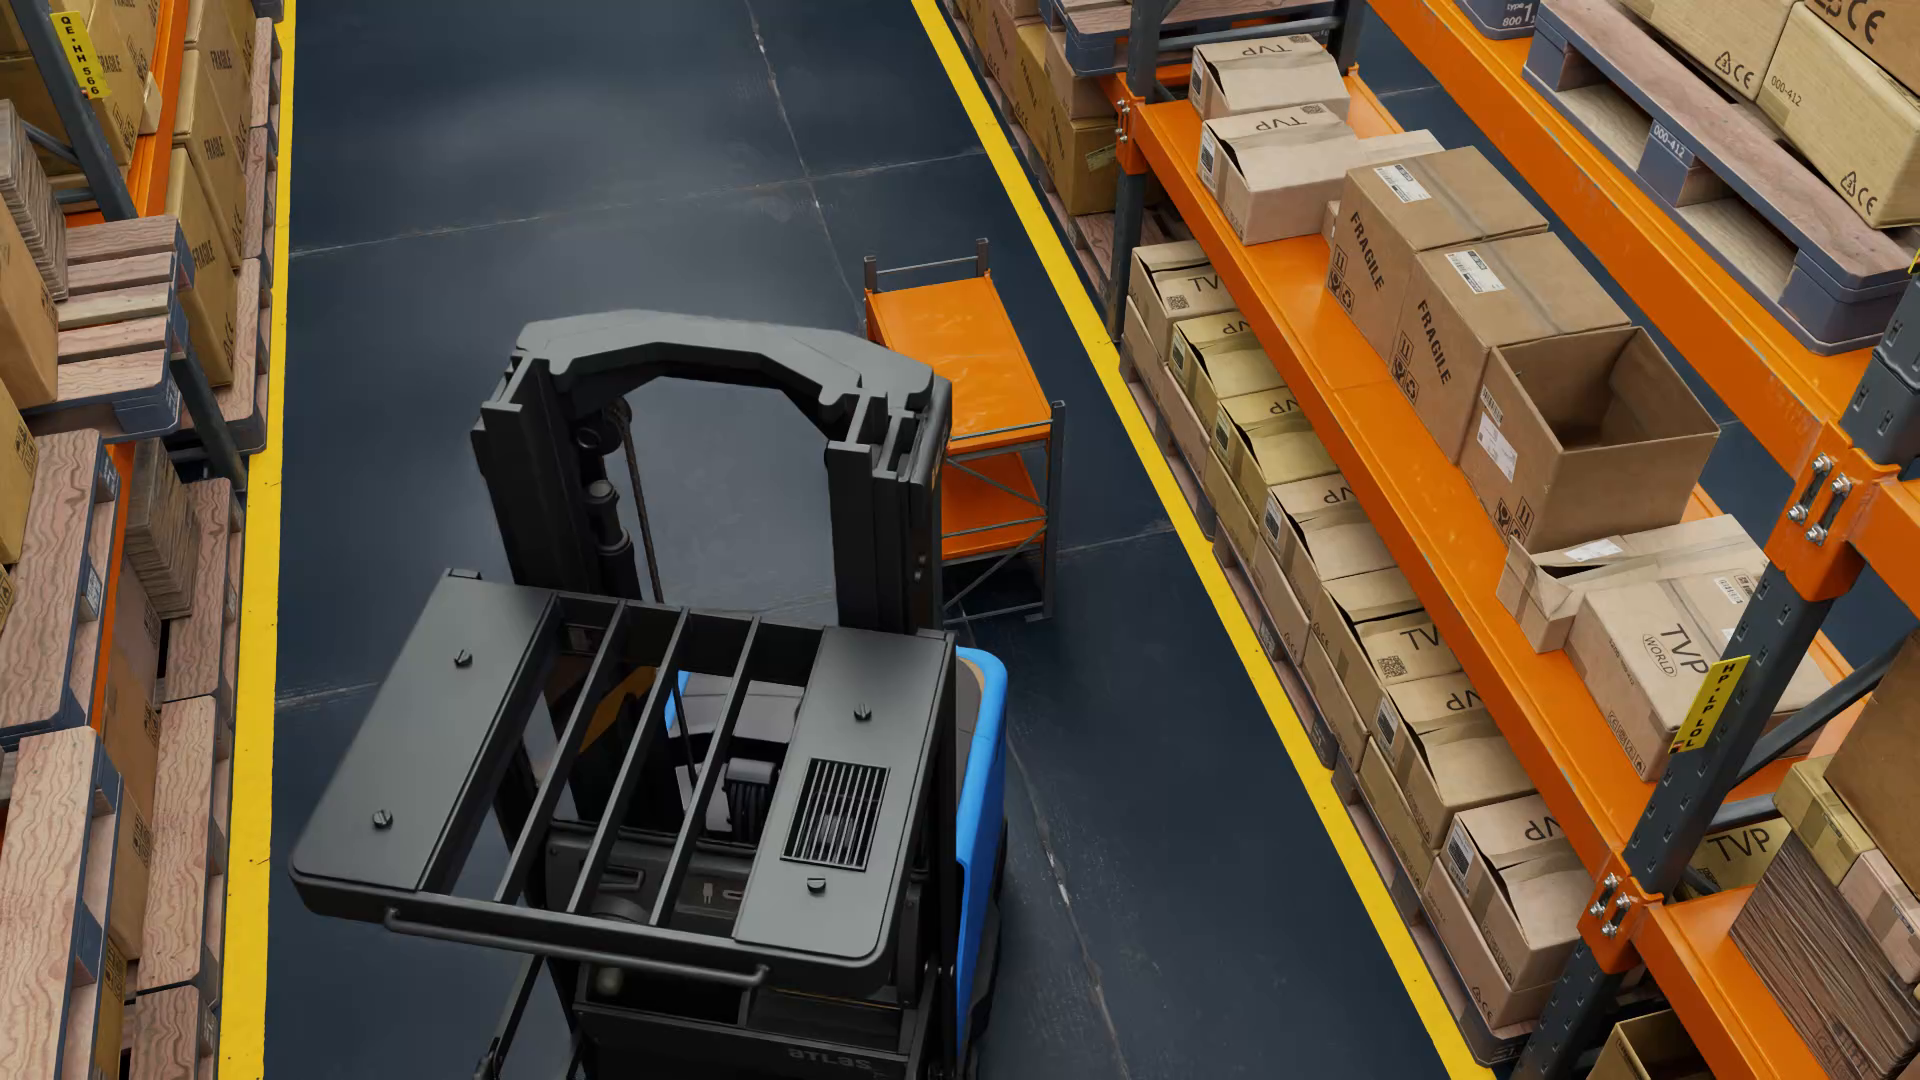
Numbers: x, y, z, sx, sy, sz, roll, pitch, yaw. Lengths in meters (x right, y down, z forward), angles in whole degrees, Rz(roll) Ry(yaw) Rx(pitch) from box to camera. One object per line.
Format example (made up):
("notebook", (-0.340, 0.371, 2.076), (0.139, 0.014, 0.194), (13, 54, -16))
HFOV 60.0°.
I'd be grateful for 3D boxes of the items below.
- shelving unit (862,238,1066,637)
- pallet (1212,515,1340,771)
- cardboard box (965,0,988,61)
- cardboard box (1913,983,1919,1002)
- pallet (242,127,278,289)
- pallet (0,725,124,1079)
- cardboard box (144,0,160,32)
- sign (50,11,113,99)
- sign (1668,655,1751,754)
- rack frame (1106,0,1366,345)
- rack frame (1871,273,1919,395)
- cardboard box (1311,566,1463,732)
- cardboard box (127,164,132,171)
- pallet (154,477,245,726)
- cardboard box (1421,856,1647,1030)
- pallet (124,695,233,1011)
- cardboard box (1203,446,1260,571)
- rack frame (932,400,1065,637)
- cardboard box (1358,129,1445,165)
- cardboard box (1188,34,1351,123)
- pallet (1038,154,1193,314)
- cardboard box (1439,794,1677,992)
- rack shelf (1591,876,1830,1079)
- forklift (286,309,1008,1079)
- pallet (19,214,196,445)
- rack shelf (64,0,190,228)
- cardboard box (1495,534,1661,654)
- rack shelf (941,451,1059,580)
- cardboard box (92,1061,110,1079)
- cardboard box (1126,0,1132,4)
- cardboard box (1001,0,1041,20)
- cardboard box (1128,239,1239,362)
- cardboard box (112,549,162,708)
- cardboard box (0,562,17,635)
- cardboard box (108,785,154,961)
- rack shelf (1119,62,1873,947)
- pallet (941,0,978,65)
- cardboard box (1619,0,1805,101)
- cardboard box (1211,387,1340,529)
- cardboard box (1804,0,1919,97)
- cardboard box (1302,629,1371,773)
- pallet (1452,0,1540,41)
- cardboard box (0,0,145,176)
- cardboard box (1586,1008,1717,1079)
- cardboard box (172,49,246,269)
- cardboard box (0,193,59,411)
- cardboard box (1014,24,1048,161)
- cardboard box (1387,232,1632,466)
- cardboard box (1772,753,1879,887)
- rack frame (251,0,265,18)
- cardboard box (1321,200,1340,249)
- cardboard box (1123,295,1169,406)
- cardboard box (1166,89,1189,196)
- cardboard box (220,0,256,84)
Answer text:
("shelving unit", (-0.002, -0.398, 6.604), (0.538, 1.125, 1.048), (-11, 47, -10))
("pallet", (1.681, 0.279, 6.579), (1.003, 0.211, 1.213), (-11, 47, -10))
("cardboard box", (0.332, -3.063, 9.344), (0.500, 0.500, 0.500), (-10, 46, -10))
("cardboard box", (2.237, 0.959, 3.437), (0.380, 0.149, 0.250), (-12, 47, -11))
("pallet", (-4.026, -1.628, 8.448), (1.003, 0.211, 1.213), (-11, 47, -10))
("pallet", (-2.619, 1.070, 3.986), (1.003, 0.211, 1.213), (-11, 47, -10))
("cardboard box", (-3.716, -2.439, 6.999), (0.500, 0.500, 0.500), (-11, 47, -10))
("sign", (-3.066, -1.688, 5.800), (0.100, 0.325, 0.005), (-11, 47, -10))
("sign", (1.701, 0.377, 3.776), (0.100, 0.325, 0.005), (-11, 47, -10))
("rack frame", (1.199, -2.113, 6.971), (1.000, 3.000, 0.127), (-11, 47, -10))
("rack frame", (2.223, -1.451, 2.122), (1.000, 3.000, 0.127), (-11, 47, -10))
("cardboard box", (1.578, 0.337, 5.808), (0.500, 0.311, 0.500), (-11, 47, -10))
("cardboard box", (-3.505, -1.569, 6.600), (0.380, 0.149, 0.250), (-10, 46, -10))
("pallet", (-3.390, 0.311, 6.548), (1.003, 0.211, 1.213), (-11, 47, -10))
("cardboard box", (1.837, 1.231, 5.326), (0.500, 0.250, 0.500), (-11, 47, -11))
("pallet", (-3.081, 1.152, 5.724), (1.003, 0.211, 1.213), (-11, 47, -10))
("cardboard box", (1.318, -0.178, 6.706), (0.500, 0.250, 0.500), (-12, 47, -11))
("rack frame", (0.128, -0.047, 6.260), (0.500, 1.125, 0.032), (-11, 47, -10))
("cardboard box", (1.697, -1.455, 6.502), (0.380, 0.149, 0.250), (-11, 47, -10))
("cardboard box", (1.250, -1.823, 6.749), (0.500, 0.311, 0.500), (-8, 46, -8))
("pallet", (1.045, -1.659, 8.479), (1.003, 0.211, 1.213), (-11, 47, -10))
("cardboard box", (1.843, 1.041, 5.119), (0.500, 0.311, 0.500), (-11, 47, -10))
("rack shelf", (2.735, 2.281, 3.169), (1.077, 0.370, 4.000), (-11, 47, -10))
("forklift", (-0.593, 1.054, 3.915), (1.130, 2.935, 3.031), (7, 46, 7))
("pallet", (-3.303, -0.665, 5.687), (1.213, 0.211, 1.003), (-11, 47, -10))
("rack shelf", (-4.100, -2.334, 7.691), (1.077, 0.370, 4.000), (-11, 47, -10))
("cardboard box", (1.821, 0.122, 4.875), (0.396, 0.266, 0.258), (-12, 47, -11))
("rack shelf", (-0.002, -0.227, 6.778), (0.538, 0.278, 1.000), (-11, 47, -10))
("cardboard box", (-2.769, 1.773, 4.605), (0.700, 0.500, 0.500), (-9, 46, -9))
("cardboard box", (0.929, -2.709, 7.192), (0.700, 0.500, 0.500), (-26, 51, -23))
("cardboard box", (0.449, -3.001, 8.759), (0.500, 0.250, 0.500), (-12, 47, -11))
("cardboard box", (1.050, -1.079, 7.196), (0.500, 0.311, 0.500), (-9, 46, -9))
("cardboard box", (-3.334, 0.381, 5.970), (0.700, 0.500, 0.500), (-11, 47, -10))
("cardboard box", (-2.997, 0.174, 4.352), (0.700, 0.500, 0.500), (-5, 46, -5))
("cardboard box", (-3.041, 1.065, 5.299), (0.700, 0.500, 0.500), (-10, 46, -10))
("rack shelf", (1.711, -0.480, 5.875), (1.077, 0.370, 4.000), (-11, 47, -10))
("pallet", (0.420, -3.344, 10.130), (1.003, 0.211, 1.213), (-11, 47, -10))
("cardboard box", (1.932, -1.302, 3.887), (0.500, 0.250, 0.500), (-15, 47, -14))
("cardboard box", (1.321, -0.365, 6.497), (0.500, 0.311, 0.500), (-12, 47, -11))
("cardboard box", (2.104, -1.191, 3.254), (0.500, 0.500, 0.500), (-10, 46, -10))
("cardboard box", (1.578, 0.528, 6.014), (0.500, 0.250, 0.500), (-10, 46, -9))
("pallet", (1.749, -1.873, 4.768), (1.003, 0.211, 1.213), (-9, 46, -8))
("cardboard box", (-3.465, -1.733, 6.307), (0.500, 0.500, 0.500), (-9, 46, -9))
("cardboard box", (2.039, 1.579, 4.459), (0.500, 0.500, 0.500), (-11, 47, -10))
("cardboard box", (-3.868, -1.737, 7.814), (0.750, 0.750, 0.750), (-11, 47, -11))
("cardboard box", (-3.289, -0.690, 5.199), (0.700, 0.500, 0.500), (-15, 47, -14))
("cardboard box", (0.601, -2.352, 8.648), (0.500, 0.500, 0.500), (-12, 47, -12))
("cardboard box", (1.779, -0.629, 5.447), (0.500, 0.500, 0.500), (-11, 47, -10))
("cardboard box", (2.105, 0.607, 3.781), (0.380, 0.149, 0.250), (-11, 47, -10))
("rack frame", (-4.612, -3.966, 8.788), (1.000, 3.000, 0.127), (-11, 47, -10))
("cardboard box", (1.580, -1.155, 6.208), (0.380, 0.149, 0.250), (-8, 46, -7))
("cardboard box", (1.050, -0.882, 7.396), (0.500, 0.250, 0.500), (-11, 47, -10))
("cardboard box", (1.220, -2.119, 8.419), (0.500, 0.500, 0.500), (-12, 47, -12))
("cardboard box", (-4.320, -2.936, 8.989), (0.750, 0.750, 0.750), (-10, 46, -10))
